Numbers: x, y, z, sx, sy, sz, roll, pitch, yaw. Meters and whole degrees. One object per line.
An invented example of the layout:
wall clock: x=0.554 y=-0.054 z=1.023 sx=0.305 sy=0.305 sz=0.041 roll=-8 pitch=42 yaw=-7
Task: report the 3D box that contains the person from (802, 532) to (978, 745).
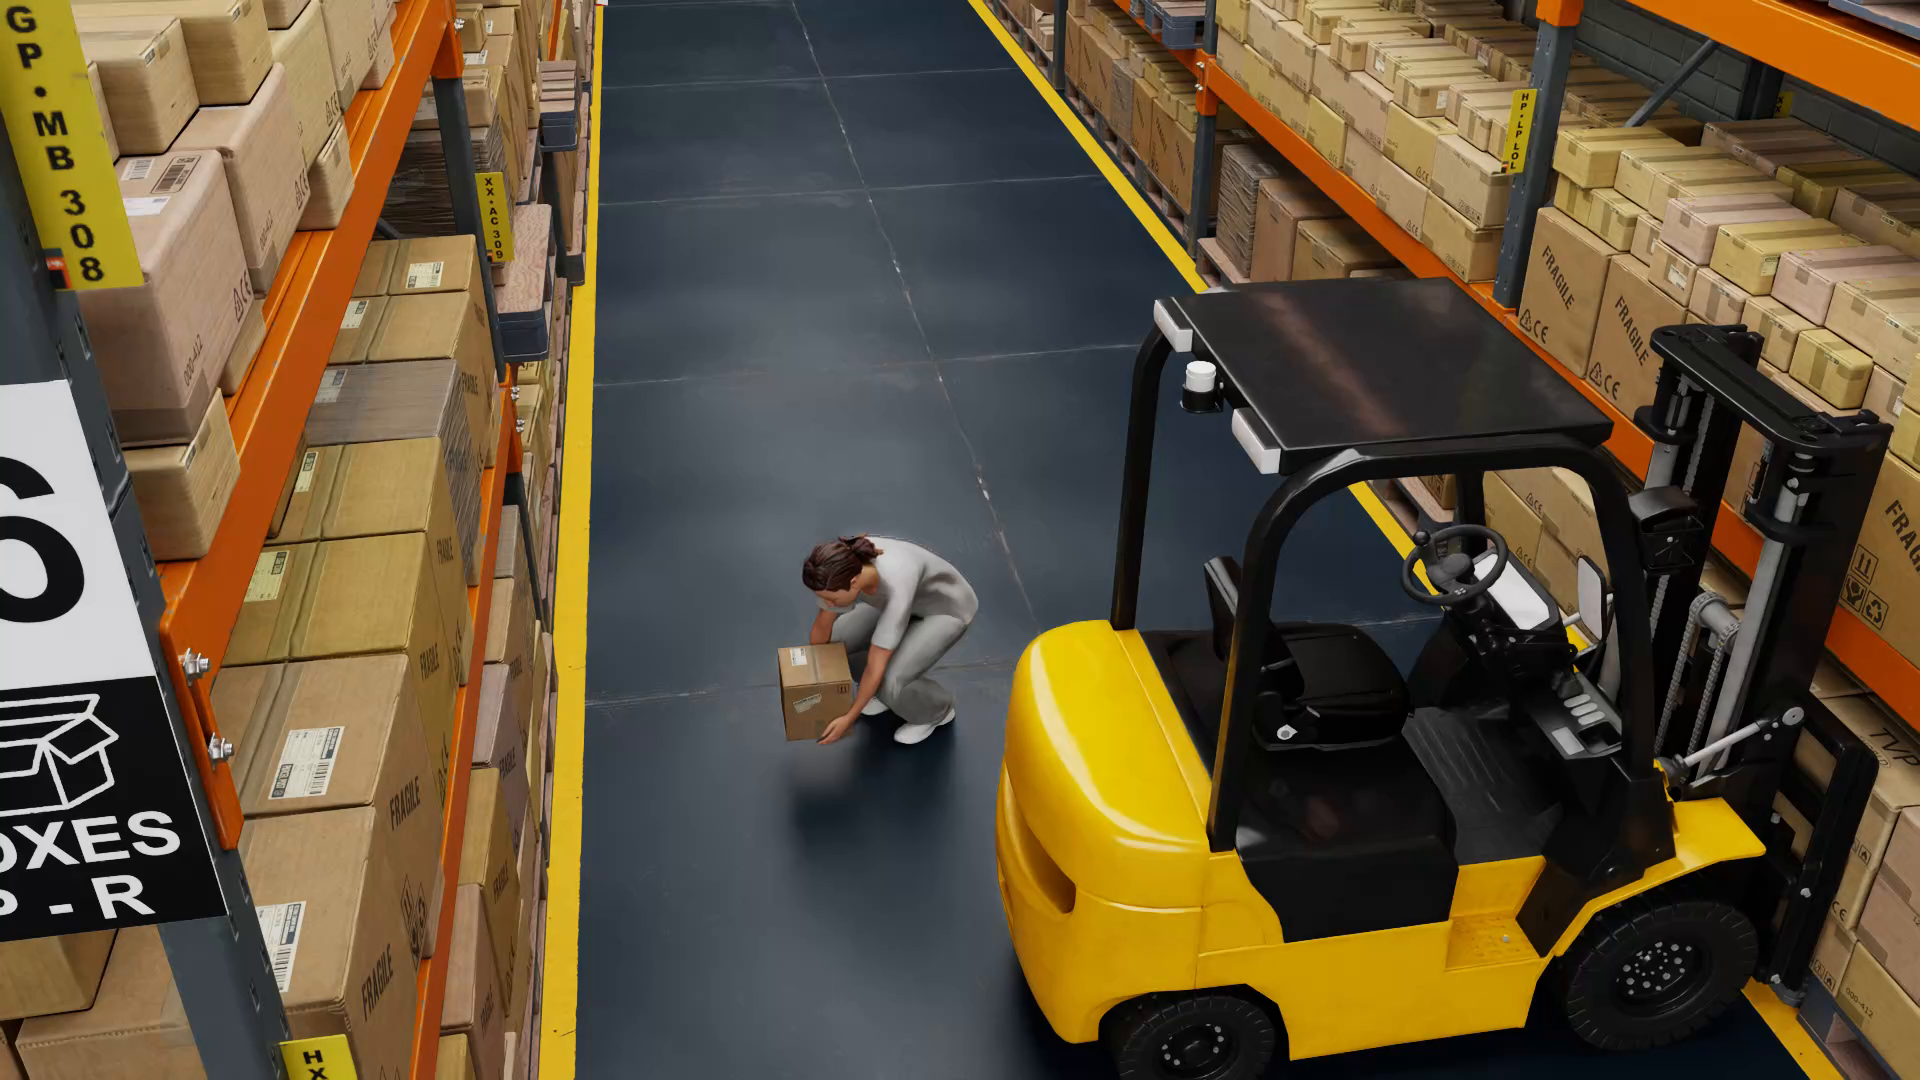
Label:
person: x=-0.284 y=0.335 z=6.273 sx=0.797 sy=0.962 sz=0.487 roll=-23 pitch=38 yaw=-33
